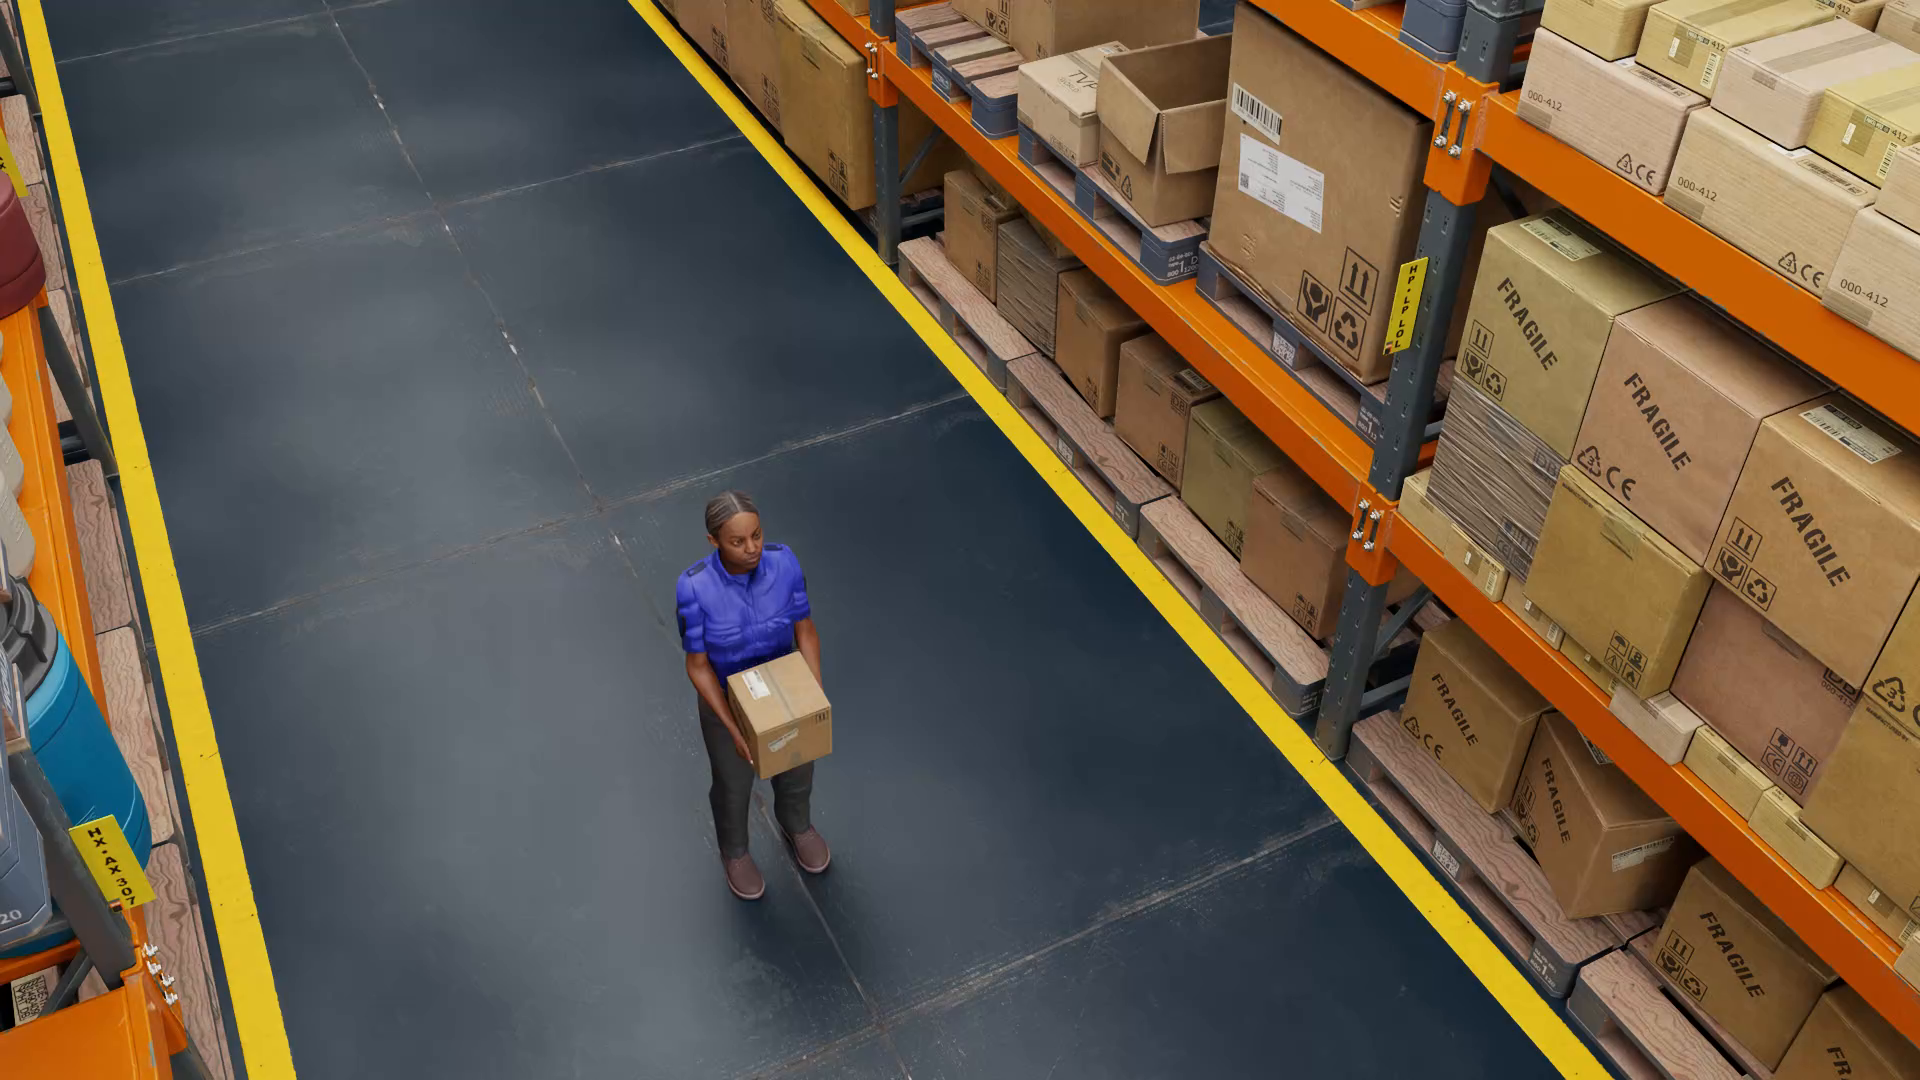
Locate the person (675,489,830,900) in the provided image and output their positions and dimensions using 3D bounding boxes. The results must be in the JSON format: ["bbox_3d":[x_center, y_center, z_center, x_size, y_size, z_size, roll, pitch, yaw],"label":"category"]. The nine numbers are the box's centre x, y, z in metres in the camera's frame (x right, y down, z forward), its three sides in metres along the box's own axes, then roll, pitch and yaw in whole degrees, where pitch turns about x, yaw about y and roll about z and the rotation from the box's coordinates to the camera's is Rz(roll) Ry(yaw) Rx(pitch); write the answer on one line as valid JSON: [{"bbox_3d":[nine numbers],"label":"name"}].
[{"bbox_3d":[-0.650,0.570,5.521,0.454,1.652,0.511,-19,45,-20],"label":"person"}]
